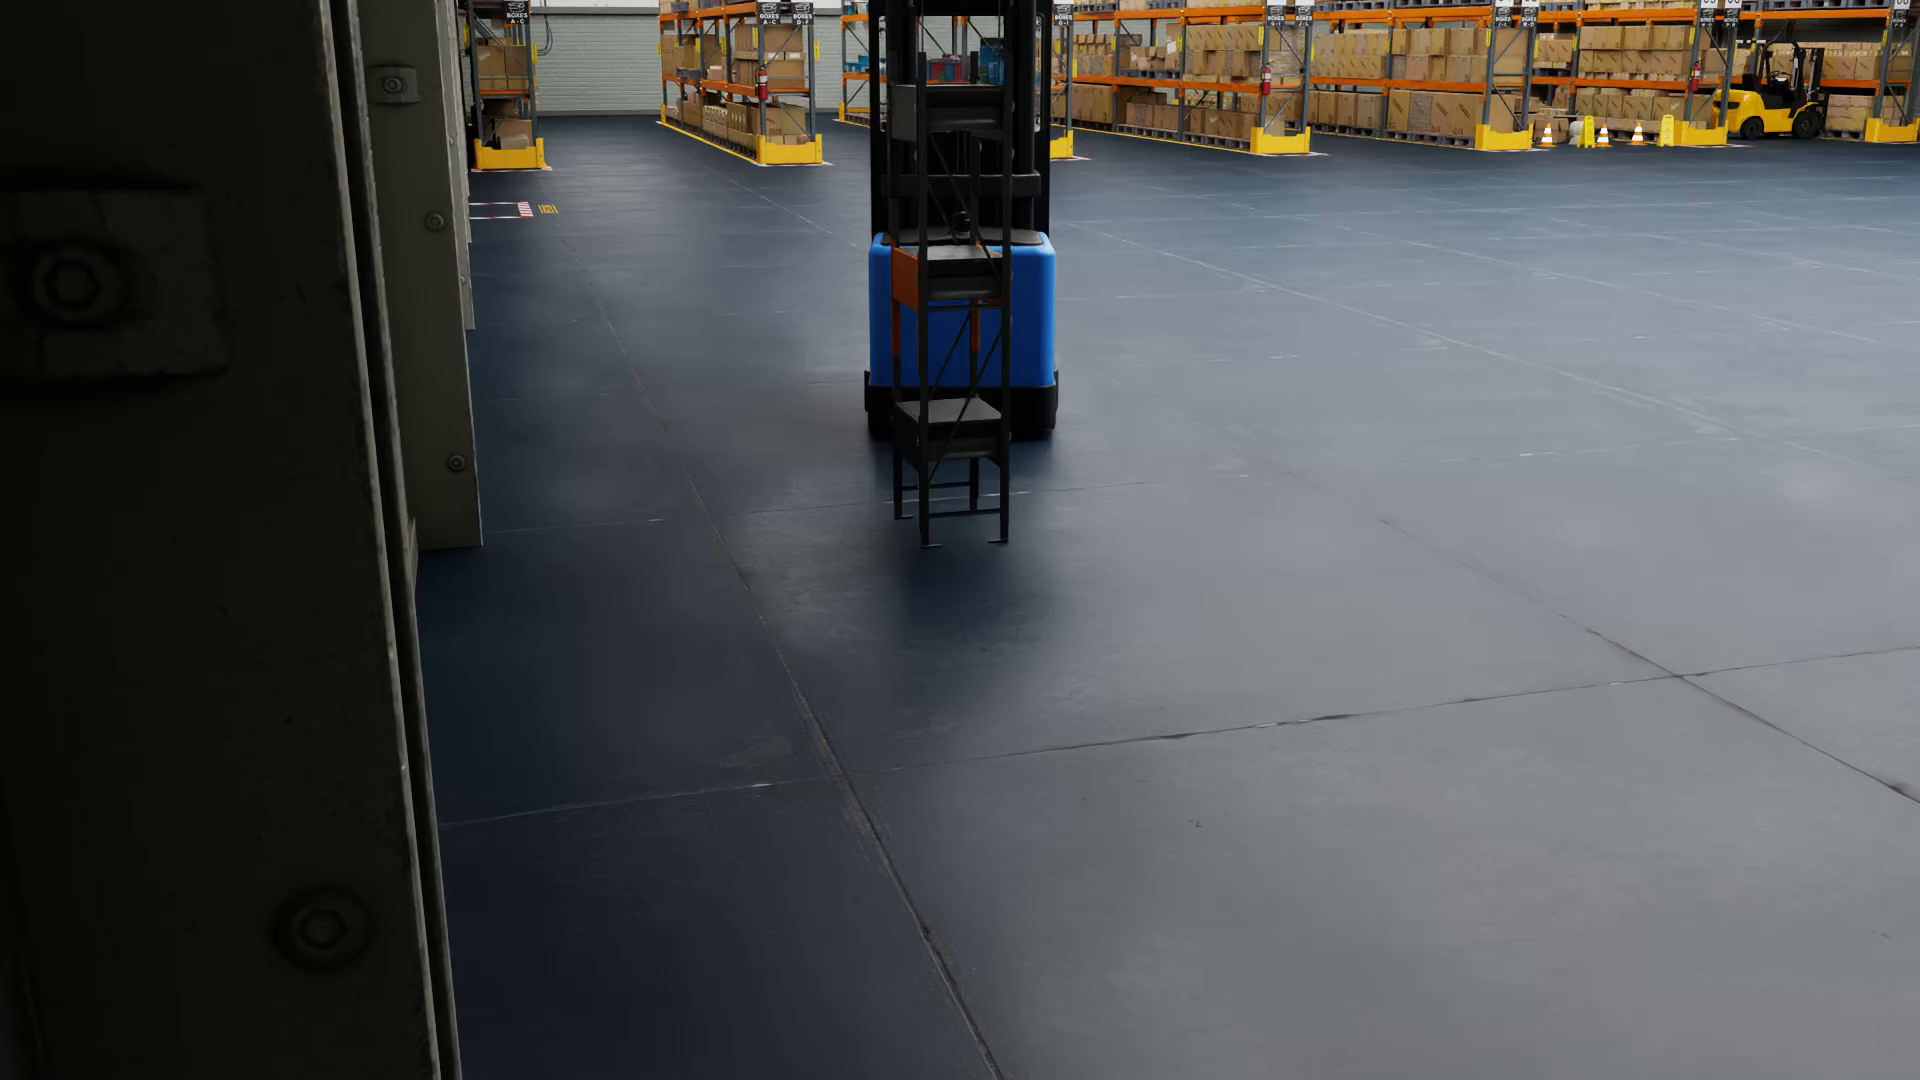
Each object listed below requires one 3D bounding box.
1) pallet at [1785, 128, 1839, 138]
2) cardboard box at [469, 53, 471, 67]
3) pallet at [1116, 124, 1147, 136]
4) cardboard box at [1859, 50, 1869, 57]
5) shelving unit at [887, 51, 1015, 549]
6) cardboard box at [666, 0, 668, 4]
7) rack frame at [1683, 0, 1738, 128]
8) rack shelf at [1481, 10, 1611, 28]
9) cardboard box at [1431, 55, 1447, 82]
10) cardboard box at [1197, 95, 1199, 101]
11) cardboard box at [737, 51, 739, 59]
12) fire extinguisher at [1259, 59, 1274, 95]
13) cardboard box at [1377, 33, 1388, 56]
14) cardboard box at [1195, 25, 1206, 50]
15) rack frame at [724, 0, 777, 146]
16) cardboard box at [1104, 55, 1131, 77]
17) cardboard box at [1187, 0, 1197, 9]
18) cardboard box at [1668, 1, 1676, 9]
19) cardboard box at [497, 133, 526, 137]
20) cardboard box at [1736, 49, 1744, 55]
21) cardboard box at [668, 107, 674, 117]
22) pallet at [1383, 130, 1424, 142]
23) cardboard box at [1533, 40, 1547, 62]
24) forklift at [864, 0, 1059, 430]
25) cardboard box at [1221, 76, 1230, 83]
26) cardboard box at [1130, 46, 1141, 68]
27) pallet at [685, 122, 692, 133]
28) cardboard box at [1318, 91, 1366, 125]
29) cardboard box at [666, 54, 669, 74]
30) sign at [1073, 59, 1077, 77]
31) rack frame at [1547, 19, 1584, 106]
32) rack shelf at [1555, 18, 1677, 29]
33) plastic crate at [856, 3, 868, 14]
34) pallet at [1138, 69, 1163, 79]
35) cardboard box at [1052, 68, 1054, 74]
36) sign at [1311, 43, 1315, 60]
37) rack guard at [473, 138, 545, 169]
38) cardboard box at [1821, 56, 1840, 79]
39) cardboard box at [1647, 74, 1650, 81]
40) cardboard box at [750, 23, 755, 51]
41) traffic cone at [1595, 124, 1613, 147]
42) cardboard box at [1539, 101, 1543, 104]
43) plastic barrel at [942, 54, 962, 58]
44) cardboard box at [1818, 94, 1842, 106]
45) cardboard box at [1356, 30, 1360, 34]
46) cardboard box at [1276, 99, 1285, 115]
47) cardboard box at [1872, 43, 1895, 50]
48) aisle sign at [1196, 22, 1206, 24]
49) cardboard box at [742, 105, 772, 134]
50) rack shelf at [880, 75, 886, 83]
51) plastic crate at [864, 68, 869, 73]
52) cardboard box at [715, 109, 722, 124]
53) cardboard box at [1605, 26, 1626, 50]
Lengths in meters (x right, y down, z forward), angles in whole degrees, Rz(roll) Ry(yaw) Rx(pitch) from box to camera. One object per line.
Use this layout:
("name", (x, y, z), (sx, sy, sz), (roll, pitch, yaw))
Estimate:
("pallet", (20.114, -9.531, 38.814), (1.003, 0.211, 1.213), (-5, 17, -15))
("cardboard box", (-10.888, -10.915, 37.849), (0.500, 0.500, 0.500), (-4, 17, -14))
("pallet", (4.410, -9.805, 39.728), (1.003, 0.211, 1.213), (-5, 17, -15))
("cardboard box", (20.232, -10.822, 36.963), (0.380, 0.149, 0.250), (-4, 17, -14))
("shelving unit", (-0.045, -1.051, 7.302), (0.431, 2.100, 0.503), (-5, 17, -15))
("cardboard box", (-7.229, -13.814, 42.403), (0.500, 0.250, 0.500), (-5, 17, -15))
("rack frame", (15.924, -9.928, 35.288), (1.000, 3.000, 0.127), (-5, 17, -15))
("rack shelf", (14.275, -12.679, 40.485), (1.077, 0.370, 4.000), (-5, 17, -15))
("cardboard box", (10.656, -10.138, 35.727), (0.875, 0.550, 0.500), (-5, 17, -15))
("cardboard box", (6.965, -12.597, 47.366), (0.380, 0.149, 0.250), (-4, 17, -13))
("cardboard box", (-4.200, -9.597, 32.885), (0.380, 0.149, 0.250), (-5, 17, -17))
("fire extinguisher", (5.984, -9.039, 32.464), (0.296, 0.674, 0.183), (-5, 17, -15))
("cardboard box", (9.951, -11.278, 37.873), (0.700, 0.500, 0.500), (-5, 17, -16))
("cardboard box", (5.314, -10.637, 35.221), (0.500, 0.500, 0.500), (-5, 17, -15))
("rack frame", (-4.230, -9.468, 33.759), (1.000, 3.000, 0.127), (-5, 17, -15))
("cardboard box", (3.823, -11.522, 40.421), (0.500, 0.500, 0.500), (-4, 17, -14))
("cardboard box", (5.174, -11.471, 35.471), (0.500, 0.250, 0.500), (-5, 18, -17))
("cardboard box", (15.417, -11.463, 35.622), (0.380, 0.149, 0.250), (-4, 17, -14))
("cardboard box", (-8.153, -7.248, 30.278), (0.500, 0.311, 0.500), (-3, 17, -11))
("cardboard box", (19.201, -11.933, 40.663), (0.380, 0.149, 0.250), (-5, 17, -16))
("cardboard box", (-7.376, -11.232, 43.646), (0.500, 0.250, 0.500), (-5, 17, -15))
("pallet", (10.227, -9.063, 37.256), (1.003, 0.211, 1.213), (-5, 17, -15))
("cardboard box", (14.204, -11.815, 40.152), (0.500, 0.500, 0.500), (-4, 17, -13))
("forklift", (-0.001, -2.383, 10.292), (1.130, 2.935, 3.031), (0, 17, 0))
("cardboard box", (5.606, -9.493, 34.278), (0.380, 0.149, 0.250), (-5, 17, -15))
("cardboard box", (4.384, -11.460, 39.485), (0.500, 0.500, 0.500), (-7, 18, -22))
("pallet", (-6.168, -10.124, 40.788), (1.003, 0.211, 1.213), (-5, 17, -15))
("cardboard box", (9.318, -10.428, 40.134), (1.050, 0.750, 0.750), (-4, 17, -14))
("cardboard box", (-7.377, -12.411, 43.380), (0.500, 0.500, 0.500), (-5, 17, -15))
("sign", (2.164, -8.927, 31.477), (0.100, 0.325, 0.005), (-5, 17, -15))
("rack frame", (17.398, -13.640, 47.648), (1.000, 3.000, 0.127), (-5, 17, -15))
("rack shelf", (17.947, -14.179, 45.478), (1.077, 0.370, 4.000), (-5, 17, -15))
("plastic crate", (-2.451, -13.921, 43.573), (0.437, 0.282, 0.530), (-5, 17, -15))
("pallet", (4.780, -10.721, 38.262), (1.003, 0.211, 1.213), (-5, 17, -15))
("cardboard box", (2.628, -12.473, 44.198), (0.380, 0.149, 0.250), (-4, 17, -14))
("sign", (6.917, -9.602, 32.698), (0.100, 0.325, 0.005), (-5, 17, -15))
("rack guard", (-7.913, -6.793, 29.198), (1.175, 0.500, 0.348), (-5, 17, -15))
("cardboard box", (20.033, -10.770, 37.920), (0.500, 0.500, 0.500), (-5, 17, -16))
("cardboard box", (15.354, -10.179, 36.560), (0.380, 0.149, 0.250), (-4, 17, -14))
("cardboard box", (-3.550, -9.460, 31.304), (0.700, 0.500, 0.500), (-5, 17, -15))
("traffic cone", (13.592, -8.548, 35.104), (0.336, 0.463, 0.334), (-5, 17, -15))
("cardboard box", (16.864, -12.762, 48.745), (0.396, 0.266, 0.258), (-4, 17, -13))
("plastic barrel", (-0.146, -10.926, 38.376), (0.600, 0.536, 0.708), (-5, 17, -15))
("cardboard box", (19.975, -10.067, 38.062), (0.500, 0.250, 0.500), (-4, 17, -15))
("cardboard box", (11.701, -14.711, 48.172), (0.380, 0.149, 0.250), (-5, 17, -15))
("cardboard box", (8.423, -11.030, 42.574), (0.500, 0.500, 0.500), (-4, 17, -13))
("cardboard box", (20.395, -10.905, 36.722), (0.380, 0.149, 0.250), (-5, 17, -15))
("aisle sign", (7.064, -15.223, 48.398), (0.394, 0.787, 0.004), (-5, 17, -15))
("cardboard box", (-3.853, -8.006, 31.636), (0.500, 0.500, 0.500), (-5, 17, -15))
("rack shelf", (-1.115, -11.174, 40.688), (1.077, 0.370, 4.000), (-5, 17, -15))
("plastic crate", (-2.230, -12.257, 43.417), (0.437, 0.125, 0.590), (-5, 17, -15))
("cardboard box", (-4.900, -8.992, 35.249), (0.500, 0.311, 0.500), (-5, 17, -15))
("cardboard box", (14.969, -11.280, 37.363), (0.700, 0.500, 0.500), (-5, 17, -16))
